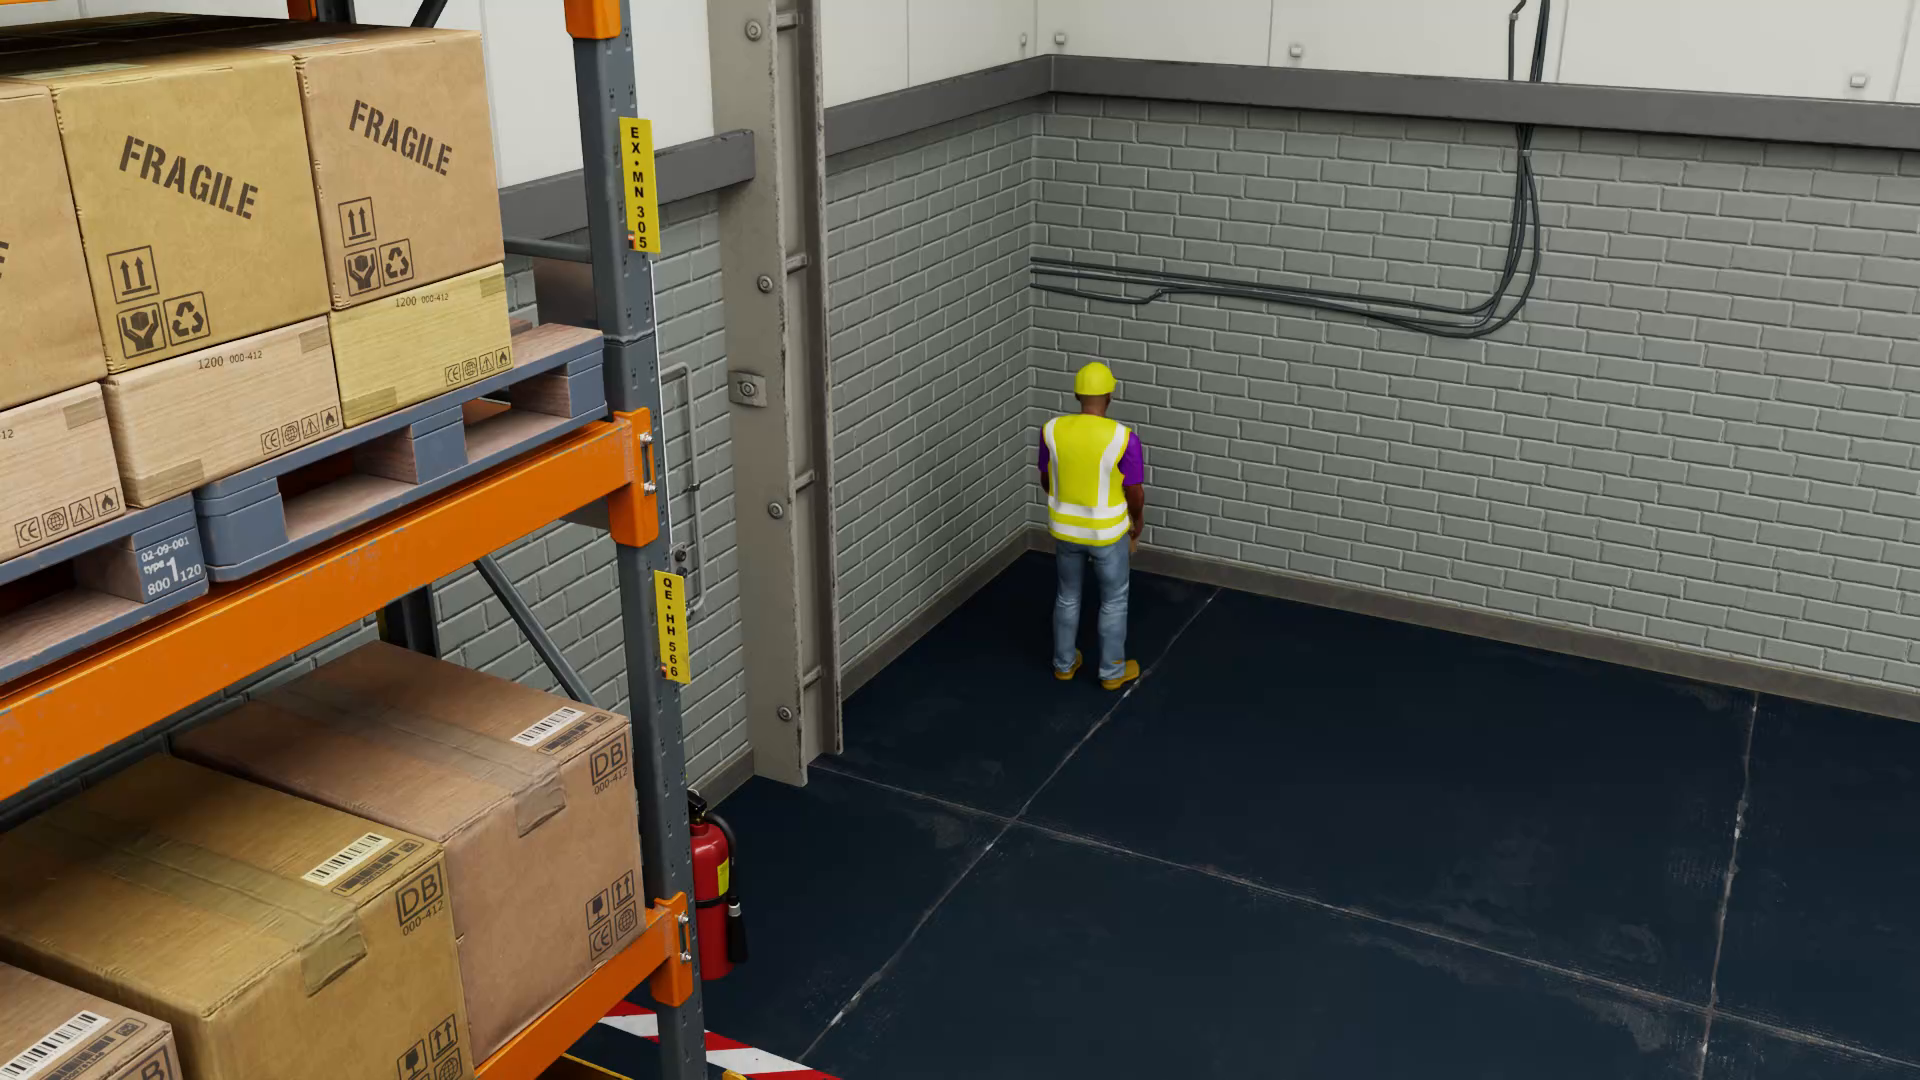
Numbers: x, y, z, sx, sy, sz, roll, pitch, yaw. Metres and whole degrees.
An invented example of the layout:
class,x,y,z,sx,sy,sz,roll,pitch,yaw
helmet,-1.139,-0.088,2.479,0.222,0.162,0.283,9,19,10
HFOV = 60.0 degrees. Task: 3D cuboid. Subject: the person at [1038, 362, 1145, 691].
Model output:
class,x,y,z,sx,sy,sz,roll,pitch,yaw
person,0.694,-0.076,8.744,0.575,1.767,0.458,11,25,24
